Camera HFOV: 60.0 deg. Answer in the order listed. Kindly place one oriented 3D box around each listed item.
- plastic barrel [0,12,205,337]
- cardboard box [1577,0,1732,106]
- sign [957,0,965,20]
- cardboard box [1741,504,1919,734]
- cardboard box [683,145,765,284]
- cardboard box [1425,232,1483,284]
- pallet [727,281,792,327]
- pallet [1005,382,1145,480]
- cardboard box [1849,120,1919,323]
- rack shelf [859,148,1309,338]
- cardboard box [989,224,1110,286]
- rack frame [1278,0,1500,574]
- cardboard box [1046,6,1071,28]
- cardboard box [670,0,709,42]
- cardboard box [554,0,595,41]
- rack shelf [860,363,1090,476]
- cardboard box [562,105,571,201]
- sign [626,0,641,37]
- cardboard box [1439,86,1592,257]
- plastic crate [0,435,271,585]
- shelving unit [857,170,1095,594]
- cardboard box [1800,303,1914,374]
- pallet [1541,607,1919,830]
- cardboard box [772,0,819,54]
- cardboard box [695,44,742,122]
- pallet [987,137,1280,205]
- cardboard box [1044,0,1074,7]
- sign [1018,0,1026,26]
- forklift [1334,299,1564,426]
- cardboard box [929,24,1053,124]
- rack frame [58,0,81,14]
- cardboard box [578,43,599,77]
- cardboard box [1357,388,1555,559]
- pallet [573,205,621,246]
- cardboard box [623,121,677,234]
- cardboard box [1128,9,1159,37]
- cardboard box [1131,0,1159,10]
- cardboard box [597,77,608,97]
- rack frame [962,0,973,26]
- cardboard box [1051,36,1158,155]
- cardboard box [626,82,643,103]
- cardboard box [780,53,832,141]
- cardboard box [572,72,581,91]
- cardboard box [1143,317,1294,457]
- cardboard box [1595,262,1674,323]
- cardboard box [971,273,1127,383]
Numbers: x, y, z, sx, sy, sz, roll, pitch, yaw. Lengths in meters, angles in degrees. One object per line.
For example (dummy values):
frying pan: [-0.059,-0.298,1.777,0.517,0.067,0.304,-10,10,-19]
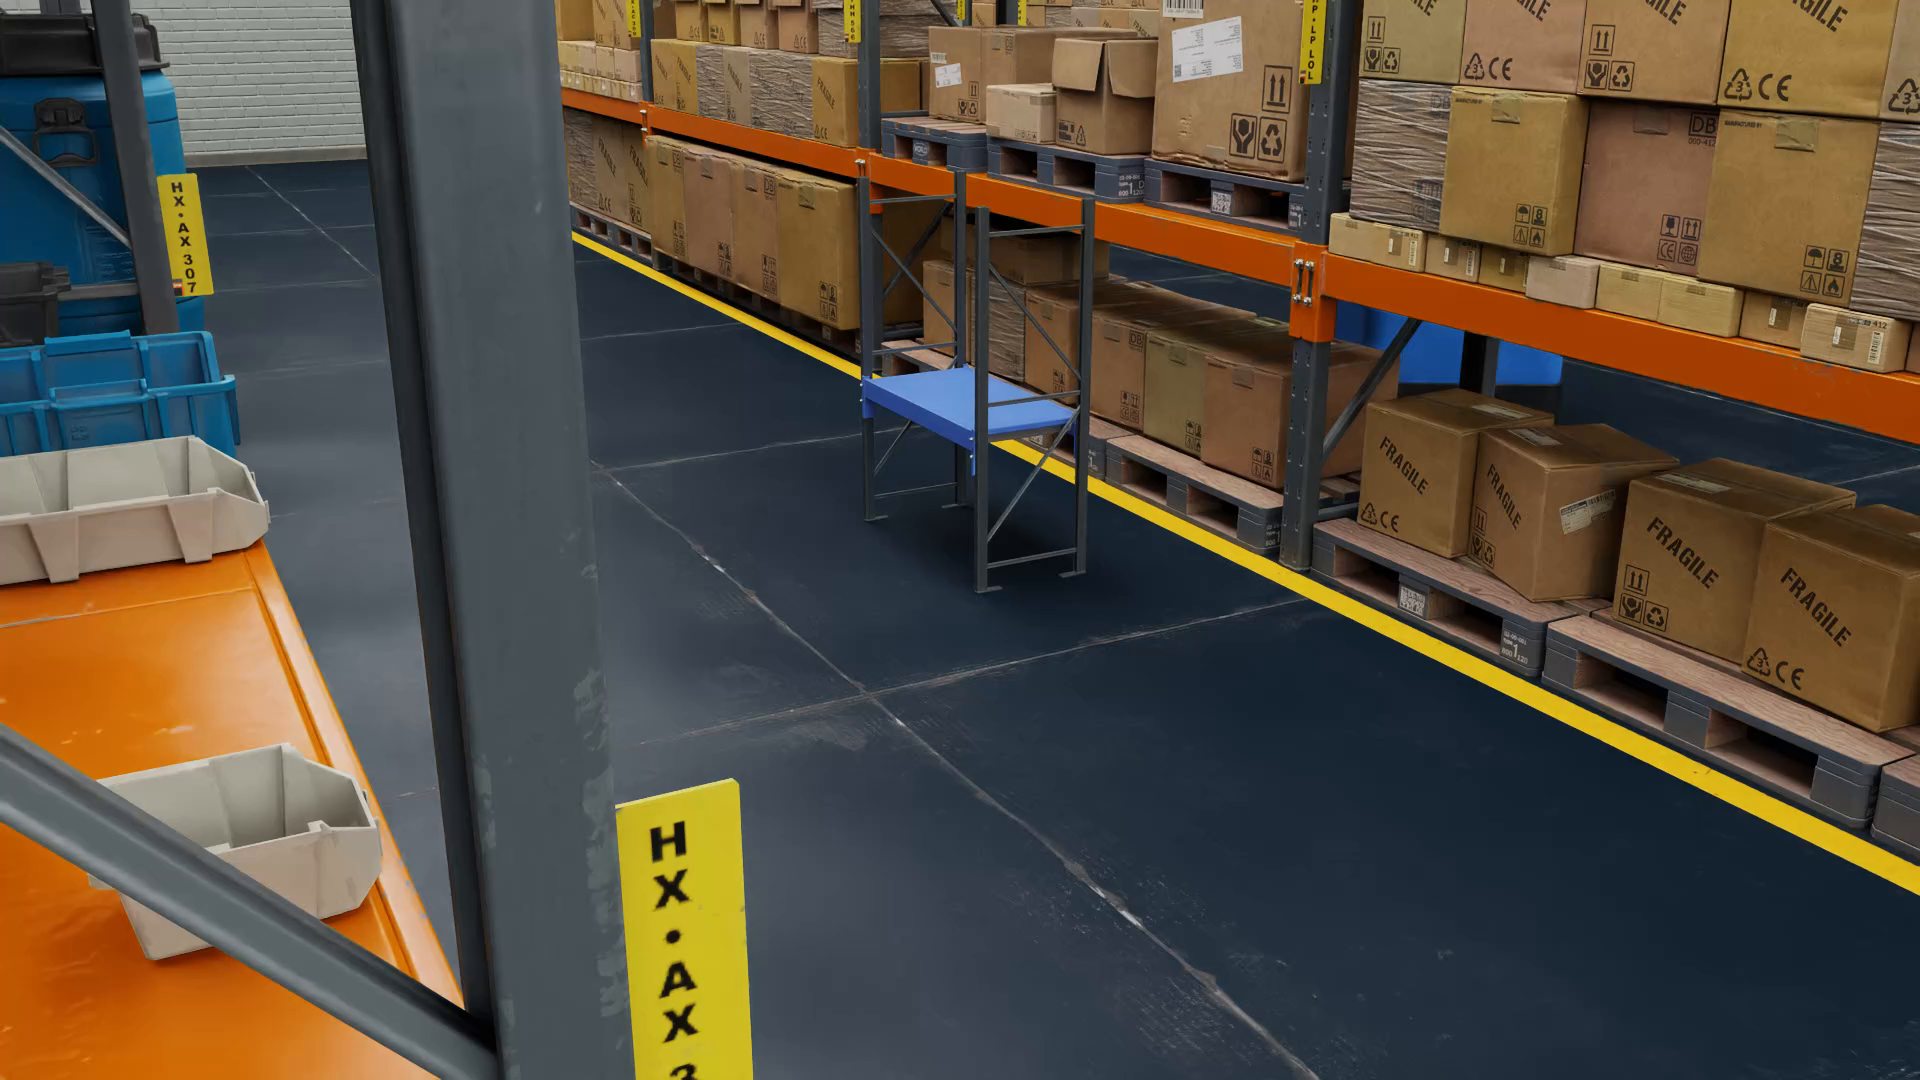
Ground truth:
plastic barrel: [-2.499,-1.004,4.673,0.600,0.901,0.708,-10,21,-27]
cardboard box: [2.243,-1.581,4.973,0.500,0.500,0.500,-10,21,-27]
sign: [0.014,-5.885,18.261,0.100,0.325,0.005,-10,21,-27]
cardboard box: [2.800,0.225,5.070,0.500,0.500,0.500,-8,21,-22]
cardboard box: [-1.275,-2.430,12.188,1.225,0.875,0.875,-11,22,-29]
cardboard box: [1.865,-1.008,5.838,0.380,0.149,0.250,-10,21,-27]
pallet: [-1.006,-1.794,12.007,1.003,0.211,1.213,-10,21,-27]
pallet: [0.823,-0.632,8.639,1.003,0.211,1.213,-10,21,-27]
cardboard box: [2.897,-0.853,4.395,0.875,0.500,0.500,-10,21,-27]
rack shelf: [0.827,-1.610,8.302,1.077,0.370,4.000,-10,21,-27]
cardboard box: [0.483,-1.567,9.081,0.500,0.250,0.500,-7,20,-21]
rack frame: [1.777,-1.376,6.521,1.000,3.000,0.127,-10,21,-27]
cardboard box: [1.207,-5.139,16.815,0.500,0.500,0.500,-11,22,-28]
cardboard box: [-1.711,-4.012,12.468,0.797,0.503,0.637,-11,22,-28]
cardboard box: [-3.442,-4.774,14.993,0.500,0.500,0.500,-11,22,-28]
rack shelf: [0.041,-0.514,6.874,0.538,0.185,1.000,-10,21,-27]
cardboard box: [-3.547,-3.844,16.285,0.875,0.875,0.875,-10,21,-27]
sign: [-2.509,-4.033,12.771,0.100,0.325,0.005,-10,21,-27]
cardboard box: [2.143,-1.276,5.622,0.875,0.500,0.500,-10,21,-27]
plastic crate: [-1.588,-0.057,3.103,0.530,0.136,0.437,-10,21,-27]
shelving unit: [0.041,-0.684,6.816,0.538,1.500,1.048,-10,21,-27]
cardboard box: [2.555,-0.573,4.579,0.380,0.149,0.250,-10,21,-27]
pallet: [2.710,0.480,5.416,1.003,0.211,1.213,-10,21,-27]
cardboard box: [-0.762,-3.446,10.827,0.797,0.503,0.637,-9,21,-25]
cardboard box: [-1.547,-3.261,11.830,0.500,0.500,0.500,-11,22,-28]
pallet: [0.854,-1.872,8.251,1.003,0.211,1.213,-10,21,-27]
cardboard box: [1.189,-5.608,16.644,0.500,0.500,0.500,-11,22,-28]
sign: [0.351,-3.121,9.924,0.100,0.325,0.005,-10,21,-27]
forklift: [2.644,-2.379,9.532,1.130,2.935,3.031,1,19,3]
cardboard box: [0.169,-2.621,9.332,0.500,0.500,0.500,-13,23,-33]
rack frame: [-4.481,-1.757,7.625,1.000,3.000,0.127,-10,21,-27]
cardboard box: [-2.953,-4.123,14.255,0.500,0.250,0.500,-10,21,-26]
cardboard box: [1.932,-0.272,6.509,0.500,0.500,0.500,-11,22,-28]
pallet: [-2.897,-2.935,15.315,1.003,0.211,1.213,-10,21,-27]
cardboard box: [-2.265,-3.069,14.039,0.875,0.875,0.875,-10,21,-27]
cardboard box: [1.913,-4.695,15.529,0.500,0.500,0.500,-10,21,-27]
cardboard box: [1.930,-5.165,15.360,0.500,0.500,0.500,-11,22,-29]
cardboard box: [-2.821,-3.812,13.965,0.380,0.149,0.250,-10,21,-26]
rack frame: [0.492,-5.560,18.646,1.000,3.000,0.127,-10,21,-27]
cardboard box: [0.873,-2.107,7.836,0.797,0.503,0.637,-8,20,-21]
cardboard box: [-2.455,-3.591,13.324,0.380,0.149,0.250,-10,21,-26]
cardboard box: [-0.806,-2.819,10.549,0.500,0.500,0.500,-10,22,-27]
cardboard box: [-3.185,-4.033,14.605,0.380,0.149,0.250,-10,21,-26]
cardboard box: [1.295,-0.722,7.782,0.700,0.500,0.500,-10,21,-27]
cardboard box: [2.230,-0.794,5.219,0.380,0.149,0.250,-10,21,-27]
cardboard box: [0.488,-1.204,9.180,0.700,0.500,0.500,-12,22,-31]
